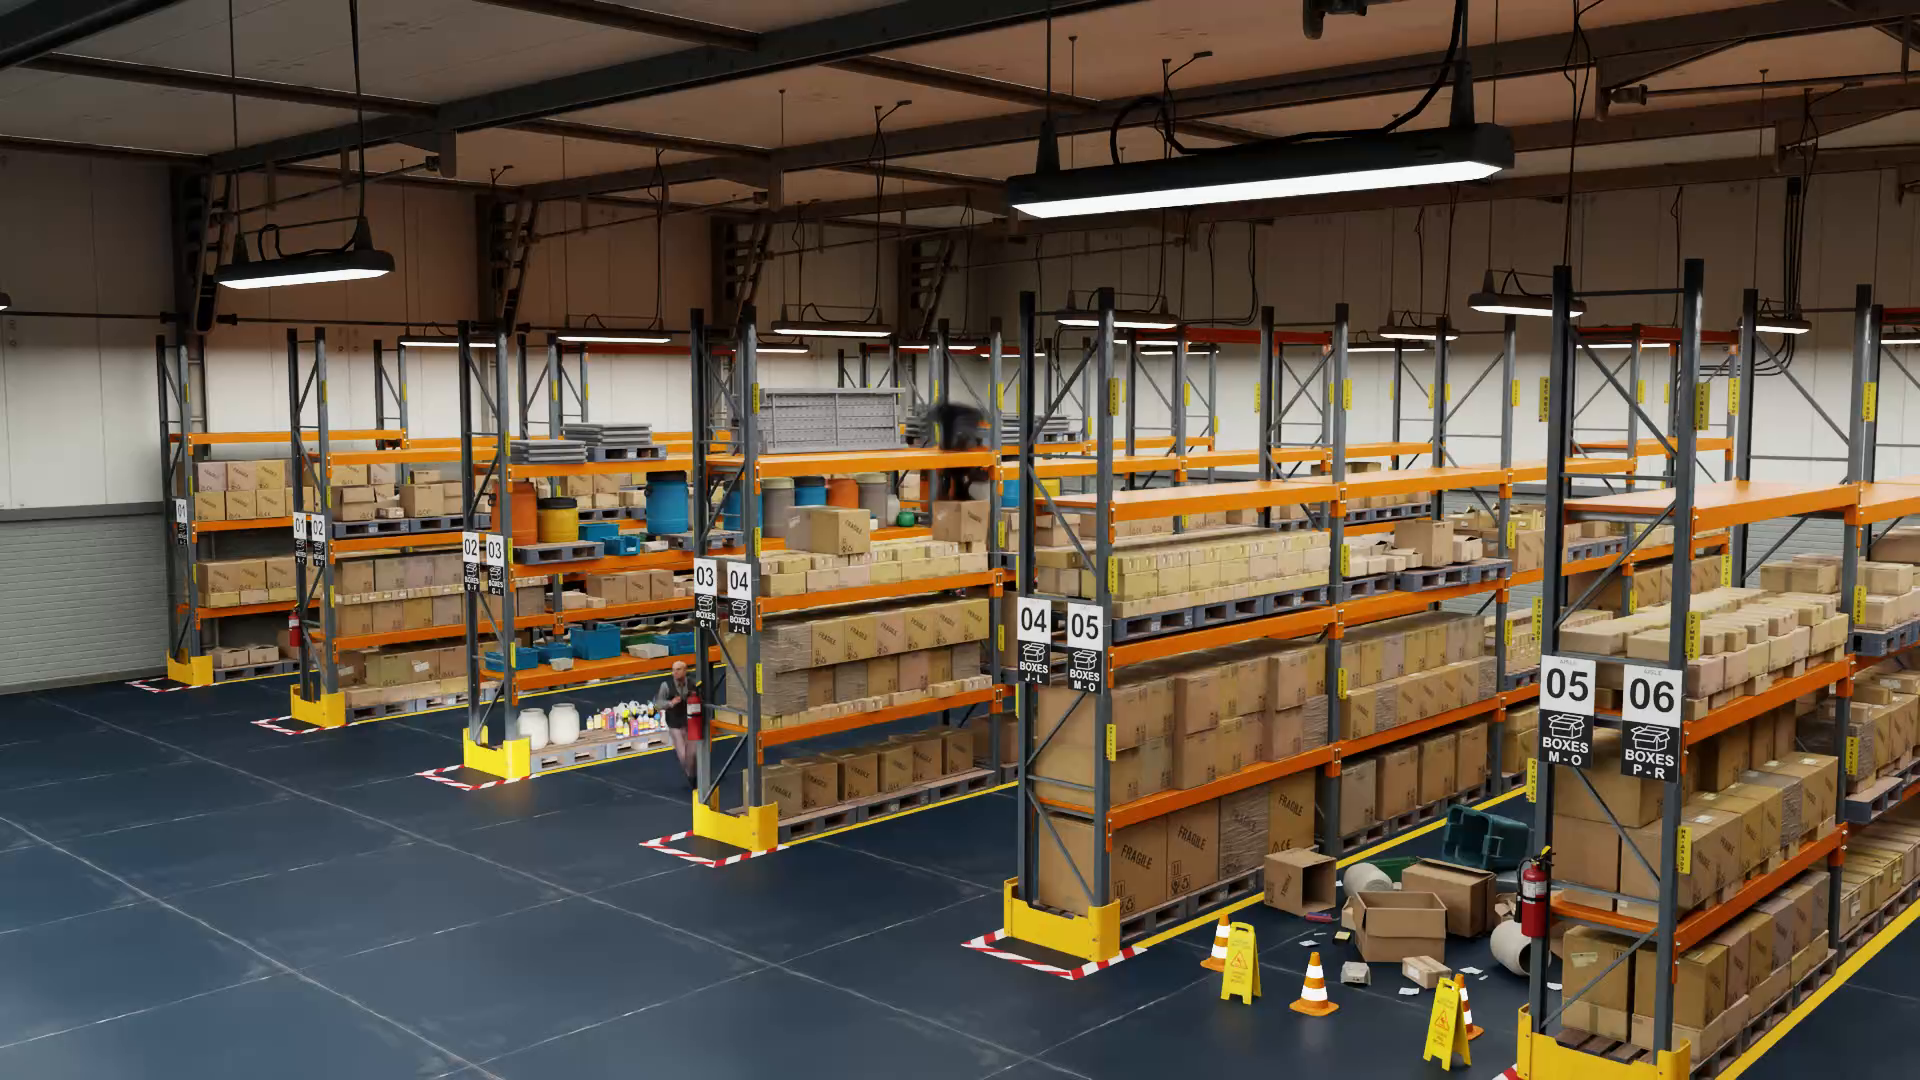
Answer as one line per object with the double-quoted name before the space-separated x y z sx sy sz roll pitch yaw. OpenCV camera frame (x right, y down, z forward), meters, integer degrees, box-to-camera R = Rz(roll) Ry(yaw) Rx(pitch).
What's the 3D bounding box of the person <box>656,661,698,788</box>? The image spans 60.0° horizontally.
"person" -3.543 2.354 21.121 0.613 1.680 0.850 -1 5 -7
